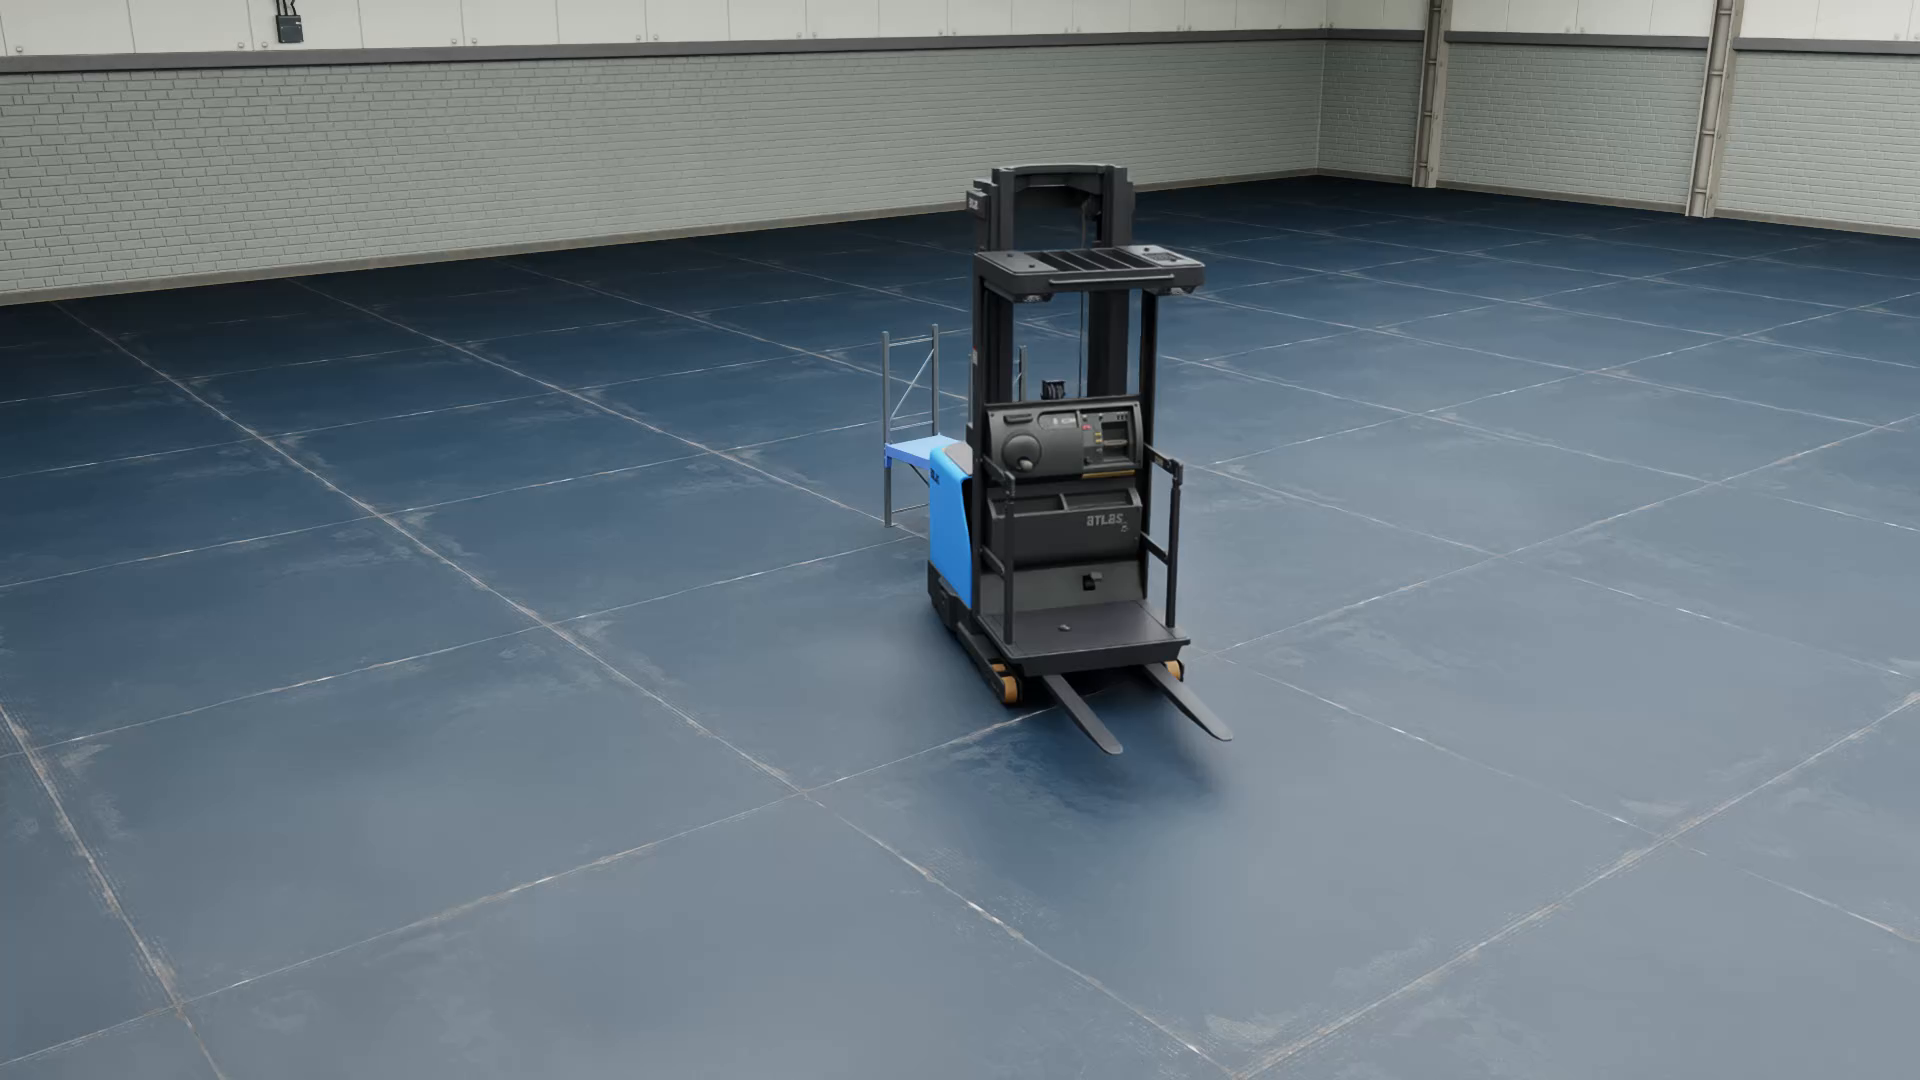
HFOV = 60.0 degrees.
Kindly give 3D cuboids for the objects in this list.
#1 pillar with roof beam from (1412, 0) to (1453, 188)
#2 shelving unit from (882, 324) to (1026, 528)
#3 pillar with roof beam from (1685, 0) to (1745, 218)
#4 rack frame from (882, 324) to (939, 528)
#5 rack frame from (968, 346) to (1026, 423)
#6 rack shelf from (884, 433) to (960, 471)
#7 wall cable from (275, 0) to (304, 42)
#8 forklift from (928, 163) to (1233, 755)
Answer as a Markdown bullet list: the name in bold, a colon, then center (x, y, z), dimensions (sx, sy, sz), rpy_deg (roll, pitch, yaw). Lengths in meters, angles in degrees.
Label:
- **pillar with roof beam**: center (6.250, -10.755, 30.527), dimensions (9.100, 9.000, 0.400), rpy_deg (-14, 23, -36)
- **shelving unit**: center (-0.053, -0.733, 12.190), dimensions (0.538, 1.500, 1.048), rpy_deg (-14, 23, -36)
- **pillar with roof beam**: center (9.975, -9.276, 26.062), dimensions (9.100, 9.000, 0.400), rpy_deg (-14, 23, -36)
- **rack frame**: center (-0.369, -0.858, 12.568), dimensions (0.500, 1.500, 0.032), rpy_deg (-14, 23, -36)
- **rack frame**: center (0.263, -0.608, 11.812), dimensions (0.500, 1.500, 0.032), rpy_deg (-14, 23, -36)
- **rack shelf**: center (-0.053, -0.562, 12.247), dimensions (0.538, 0.185, 1.000), rpy_deg (-14, 23, -36)
- **wall cable**: center (-8.409, -9.895, 22.518), dimensions (2.305, 6.003, 0.169), rpy_deg (-14, 23, -36)
- **forklift**: center (0.676, -0.584, 9.464), dimensions (1.130, 2.935, 3.031), rpy_deg (-5, 19, -15)
